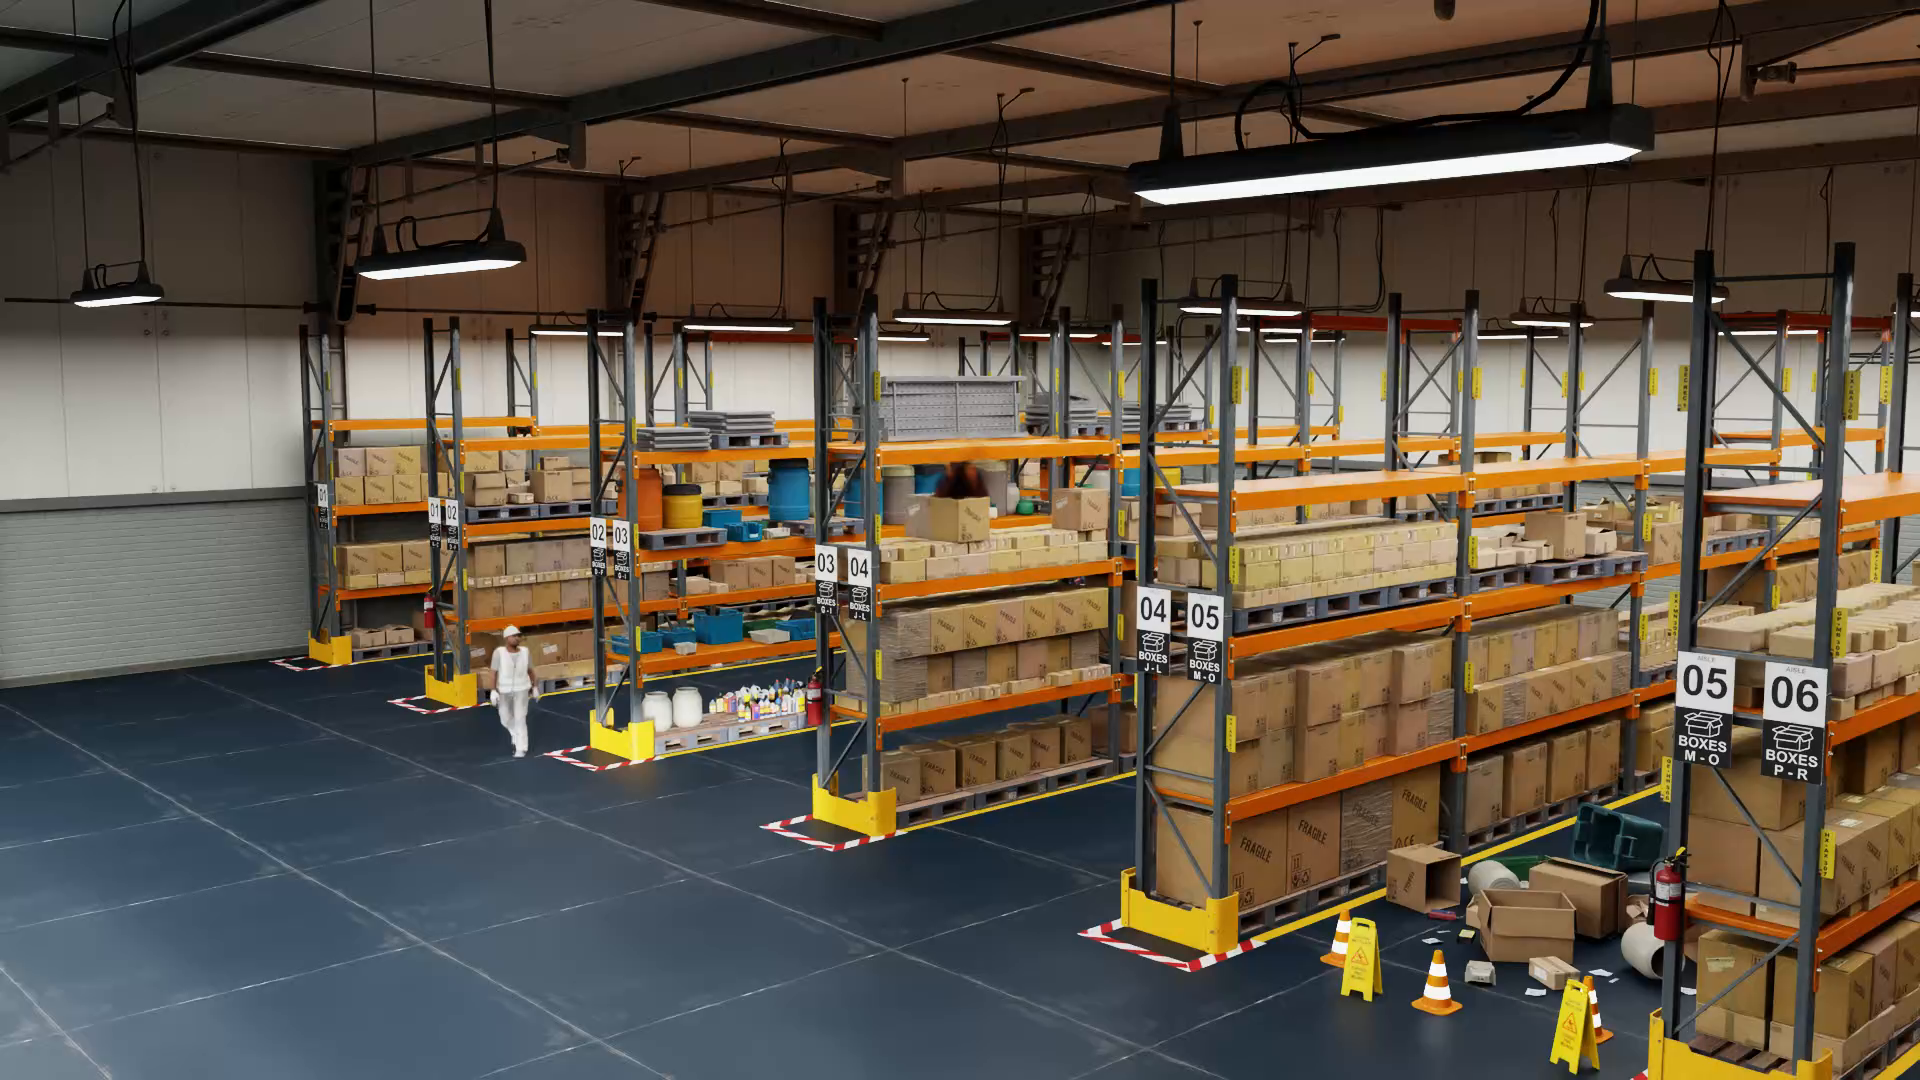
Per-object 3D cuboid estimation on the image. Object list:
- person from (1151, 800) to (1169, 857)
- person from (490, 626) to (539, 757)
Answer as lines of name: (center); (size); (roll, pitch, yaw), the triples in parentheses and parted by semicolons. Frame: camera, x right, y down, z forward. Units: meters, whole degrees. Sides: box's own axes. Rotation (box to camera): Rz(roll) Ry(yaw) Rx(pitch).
person: (2.114, 2.573, 17.633); (0.618, 1.782, 0.655); (-2, 6, -22)
person: (-5.992, 2.022, 22.458); (0.599, 1.759, 0.762); (0, 6, -2)
